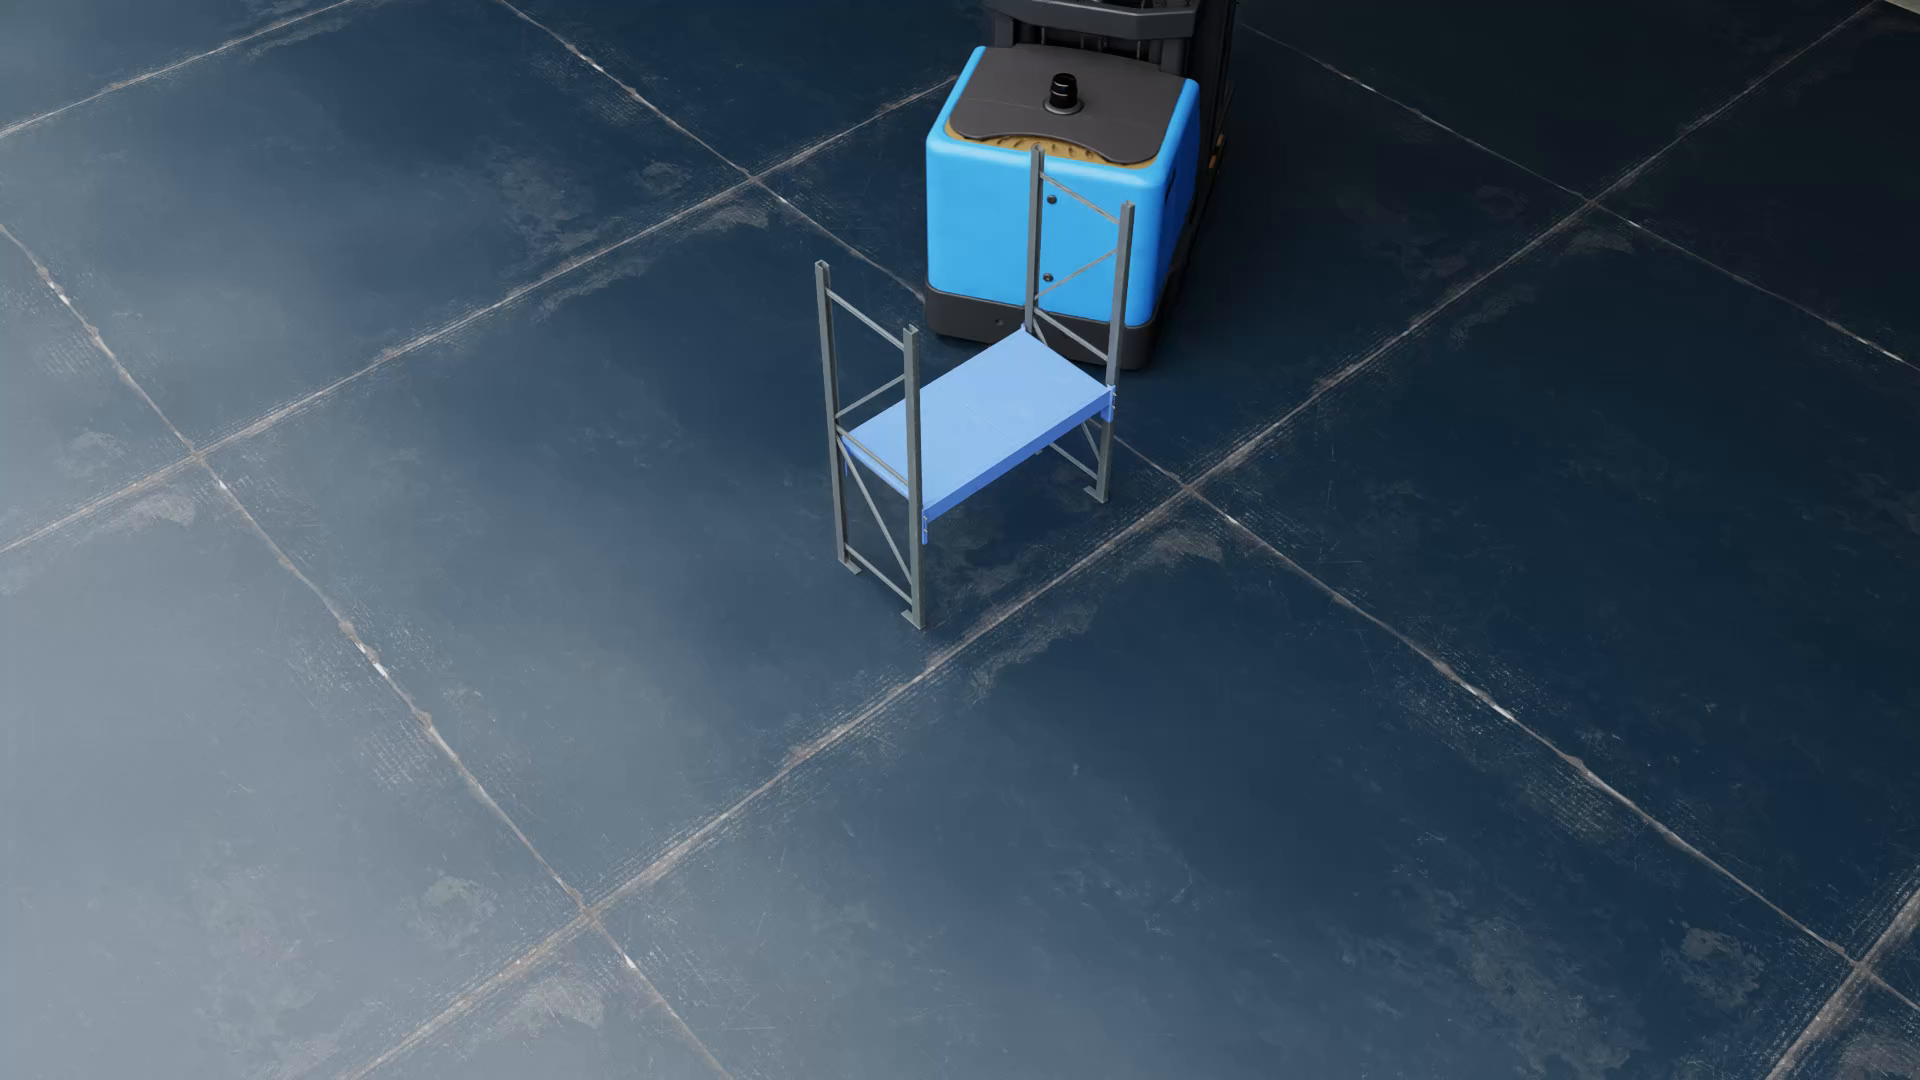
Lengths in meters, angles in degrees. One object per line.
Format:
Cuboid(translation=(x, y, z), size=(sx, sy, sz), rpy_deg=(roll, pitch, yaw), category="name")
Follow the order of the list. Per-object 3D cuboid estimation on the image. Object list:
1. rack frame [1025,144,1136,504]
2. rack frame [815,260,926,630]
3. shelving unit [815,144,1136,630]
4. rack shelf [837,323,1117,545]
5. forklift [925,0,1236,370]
Cuboid(translation=(0.439, -0.802, 6.523), size=(0.032, 1.500, 0.500), rpy_deg=(-34, 56, -27), category="rack frame")
Cuboid(translation=(-0.313, -0.299, 6.059), size=(0.032, 1.500, 0.500), rpy_deg=(-34, 56, -27), category="rack frame")
Cuboid(translation=(0.063, -0.551, 6.291), size=(1.048, 1.500, 0.538), rpy_deg=(-34, 56, -27), category="shelving unit")
Cuboid(translation=(0.063, -0.429, 6.423), size=(1.000, 0.185, 0.538), rpy_deg=(-34, 56, -27), category="rack shelf")
Cuboid(translation=(0.750, -2.860, 7.448), size=(1.130, 2.935, 3.031), rpy_deg=(12, 48, 11), category="forklift")
